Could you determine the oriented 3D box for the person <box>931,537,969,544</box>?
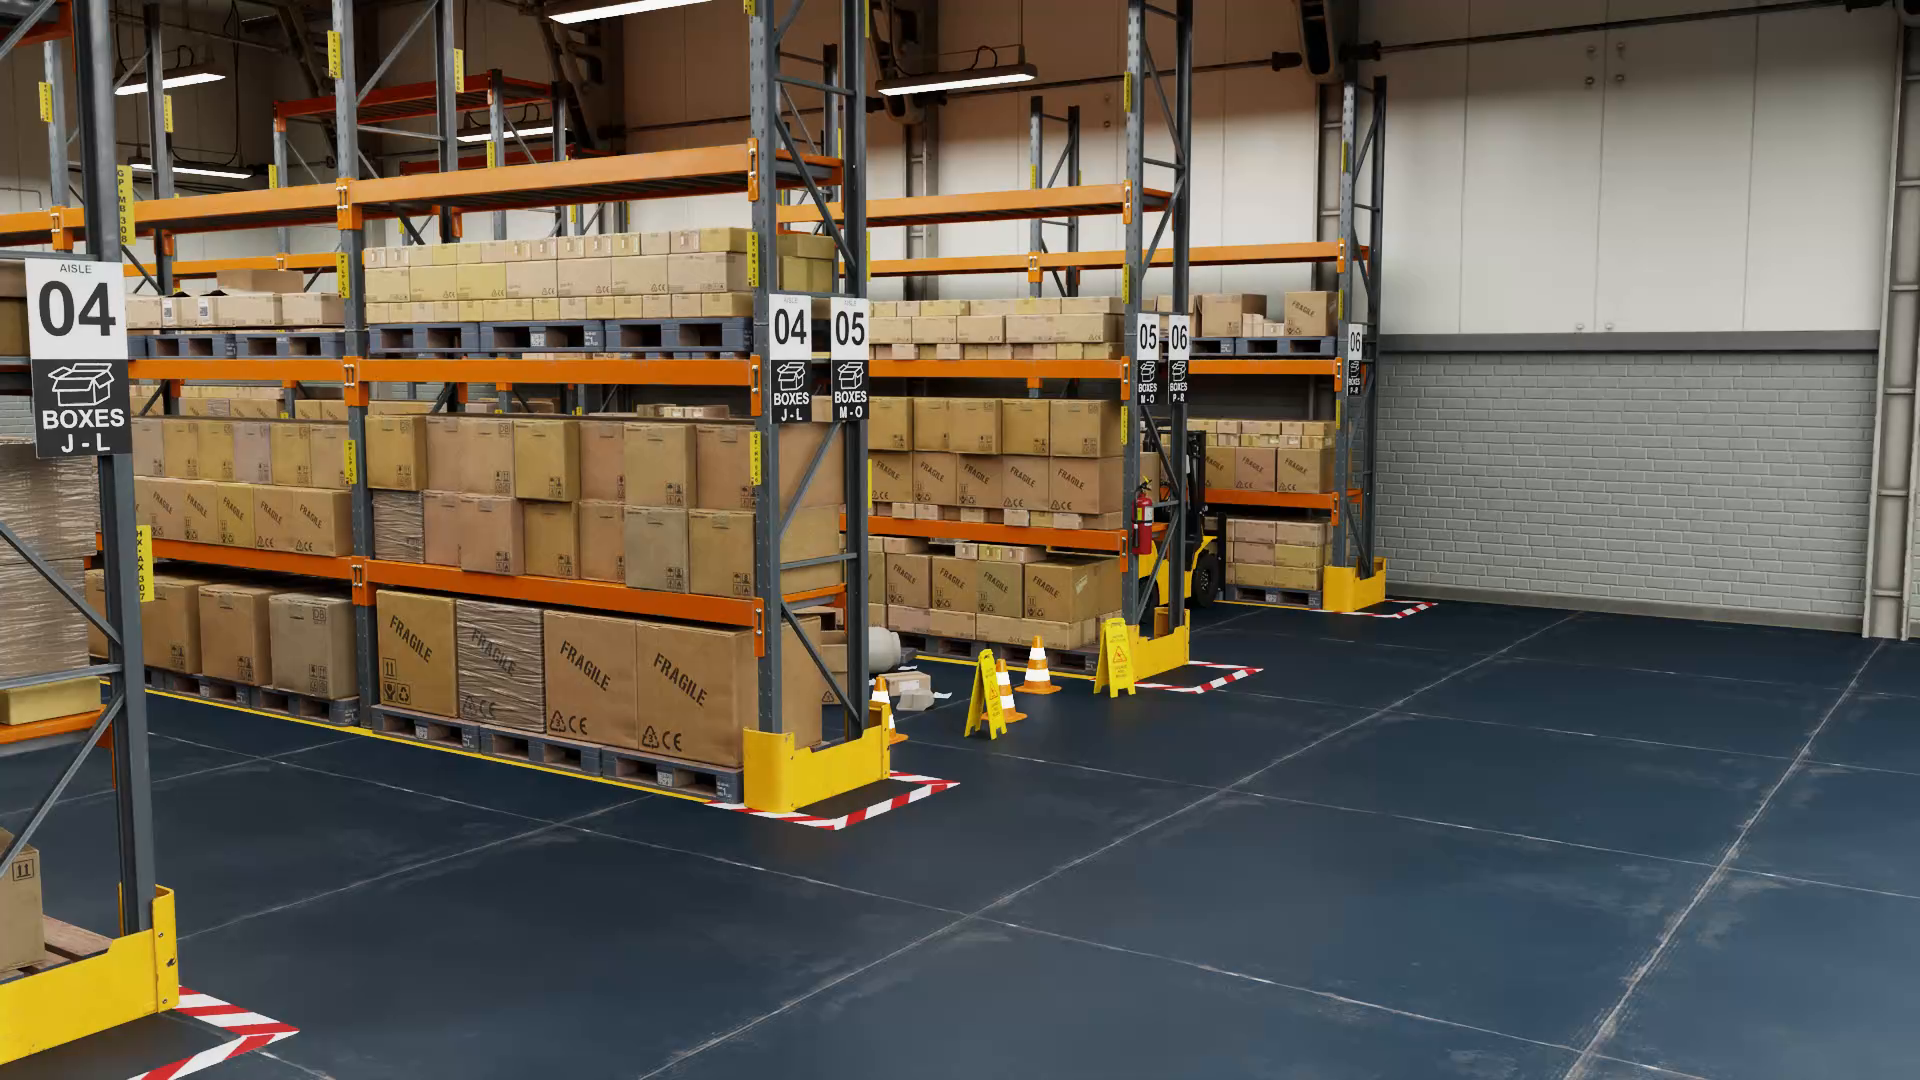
[{"bbox_3d":[-0.025,-0.086,18.474,0.694,1.776,0.581,4,7,34],"label":"person"}]
